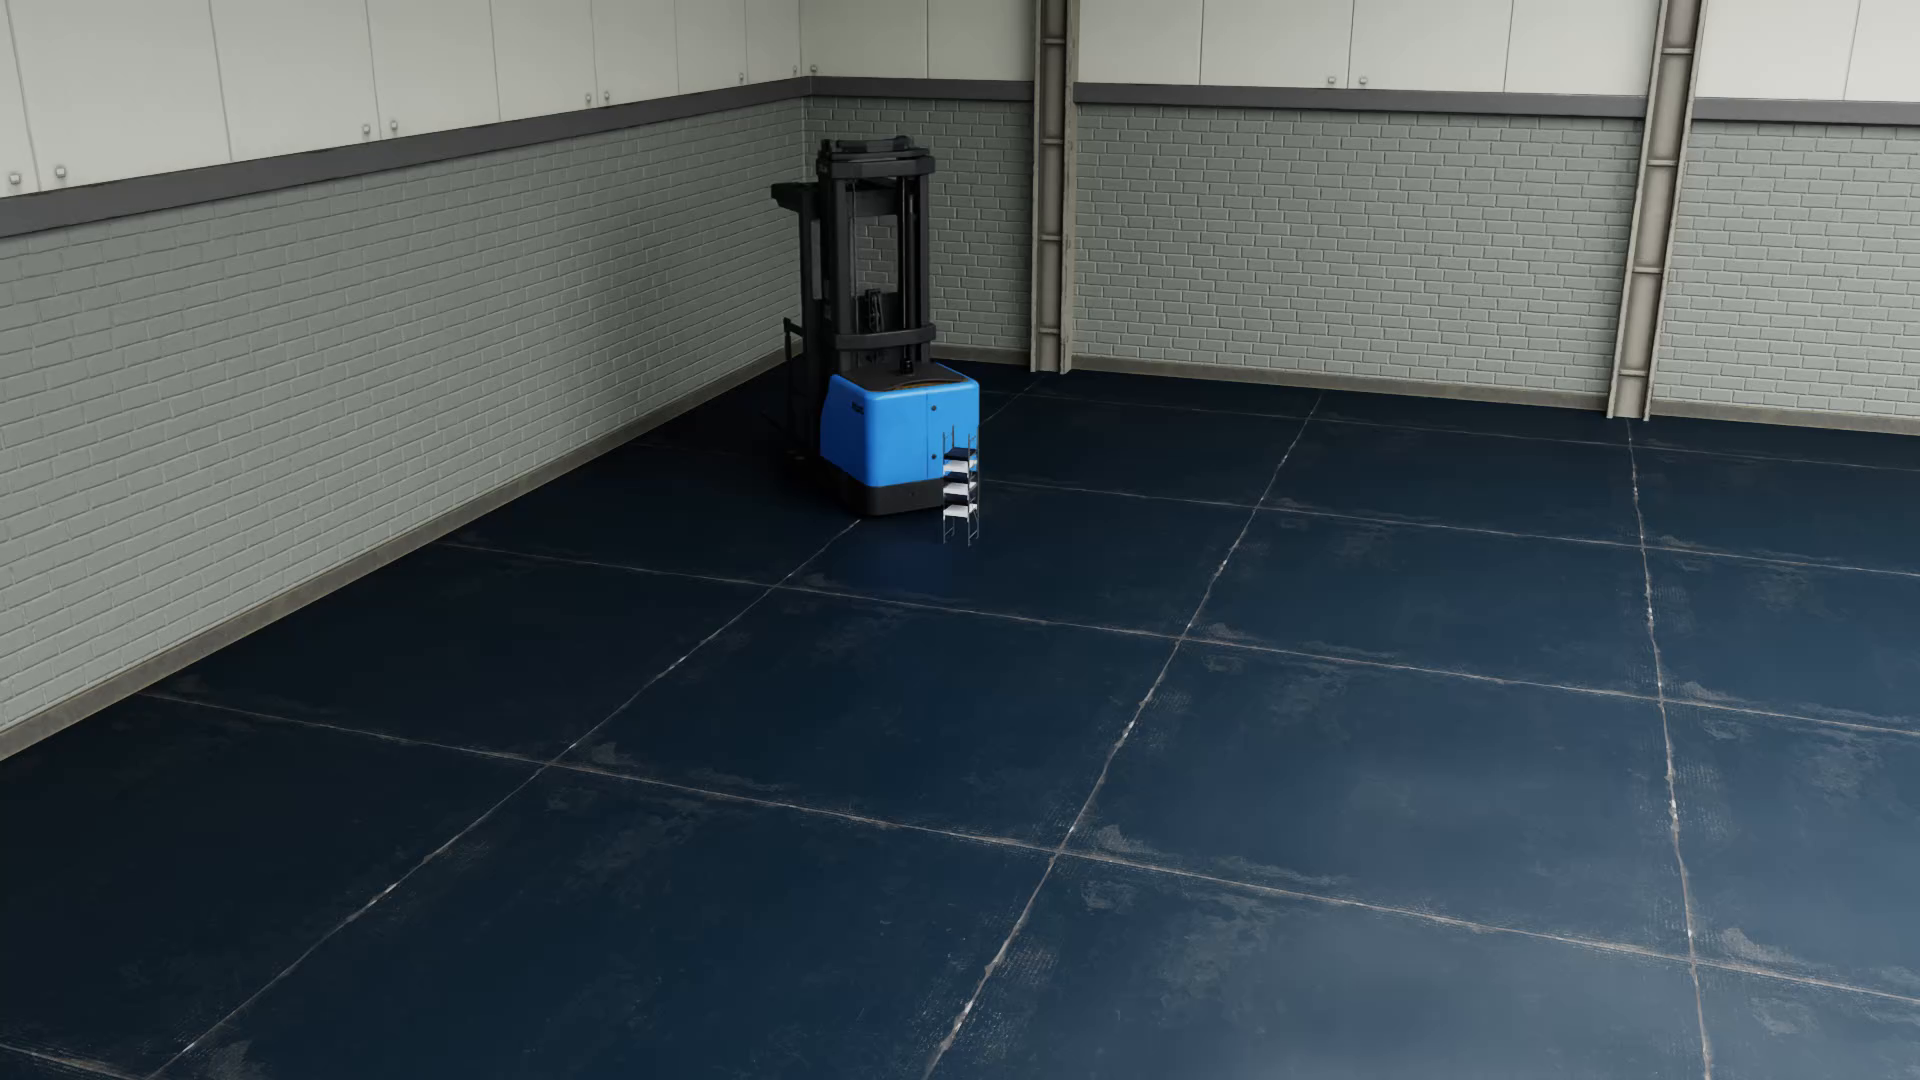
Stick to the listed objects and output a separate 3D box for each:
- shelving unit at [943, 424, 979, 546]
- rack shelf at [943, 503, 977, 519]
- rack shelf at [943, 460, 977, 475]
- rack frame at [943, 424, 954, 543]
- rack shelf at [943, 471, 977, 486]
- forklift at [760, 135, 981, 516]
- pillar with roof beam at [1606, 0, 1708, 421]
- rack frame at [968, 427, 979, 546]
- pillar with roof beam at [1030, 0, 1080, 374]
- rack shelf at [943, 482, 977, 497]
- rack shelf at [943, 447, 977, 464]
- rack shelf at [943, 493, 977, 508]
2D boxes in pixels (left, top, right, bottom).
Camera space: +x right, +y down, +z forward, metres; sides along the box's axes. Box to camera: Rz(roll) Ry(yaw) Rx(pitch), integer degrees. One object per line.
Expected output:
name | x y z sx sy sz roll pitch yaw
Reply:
shelving unit | 0.008 -0.424 12.926 0.210 0.900 0.258 7 20 18
rack shelf | 0.008 -0.223 12.996 0.200 0.077 0.258 7 20 18
rack shelf | 0.008 -0.563 12.877 0.200 0.077 0.258 7 20 18
rack frame | -0.088 -0.435 12.957 0.006 0.900 0.240 7 20 18
rack shelf | 0.008 -0.478 12.907 0.200 0.077 0.258 7 20 18
forklift | -0.942 -2.022 14.424 1.130 2.935 3.031 -9 21 -25
pillar with roof beam | 5.267 -4.157 11.331 0.400 9.000 9.100 7 20 18
rack frame | 0.104 -0.413 12.894 0.006 0.900 0.240 7 20 18
pillar with roof beam | -0.400 -4.805 13.190 0.400 9.000 9.100 7 20 18
rack shelf | 0.008 -0.393 12.937 0.200 0.077 0.258 7 20 18
rack shelf | 0.008 -0.648 12.848 0.200 0.077 0.258 7 20 18
rack shelf | 0.008 -0.308 12.966 0.200 0.077 0.258 7 20 18
